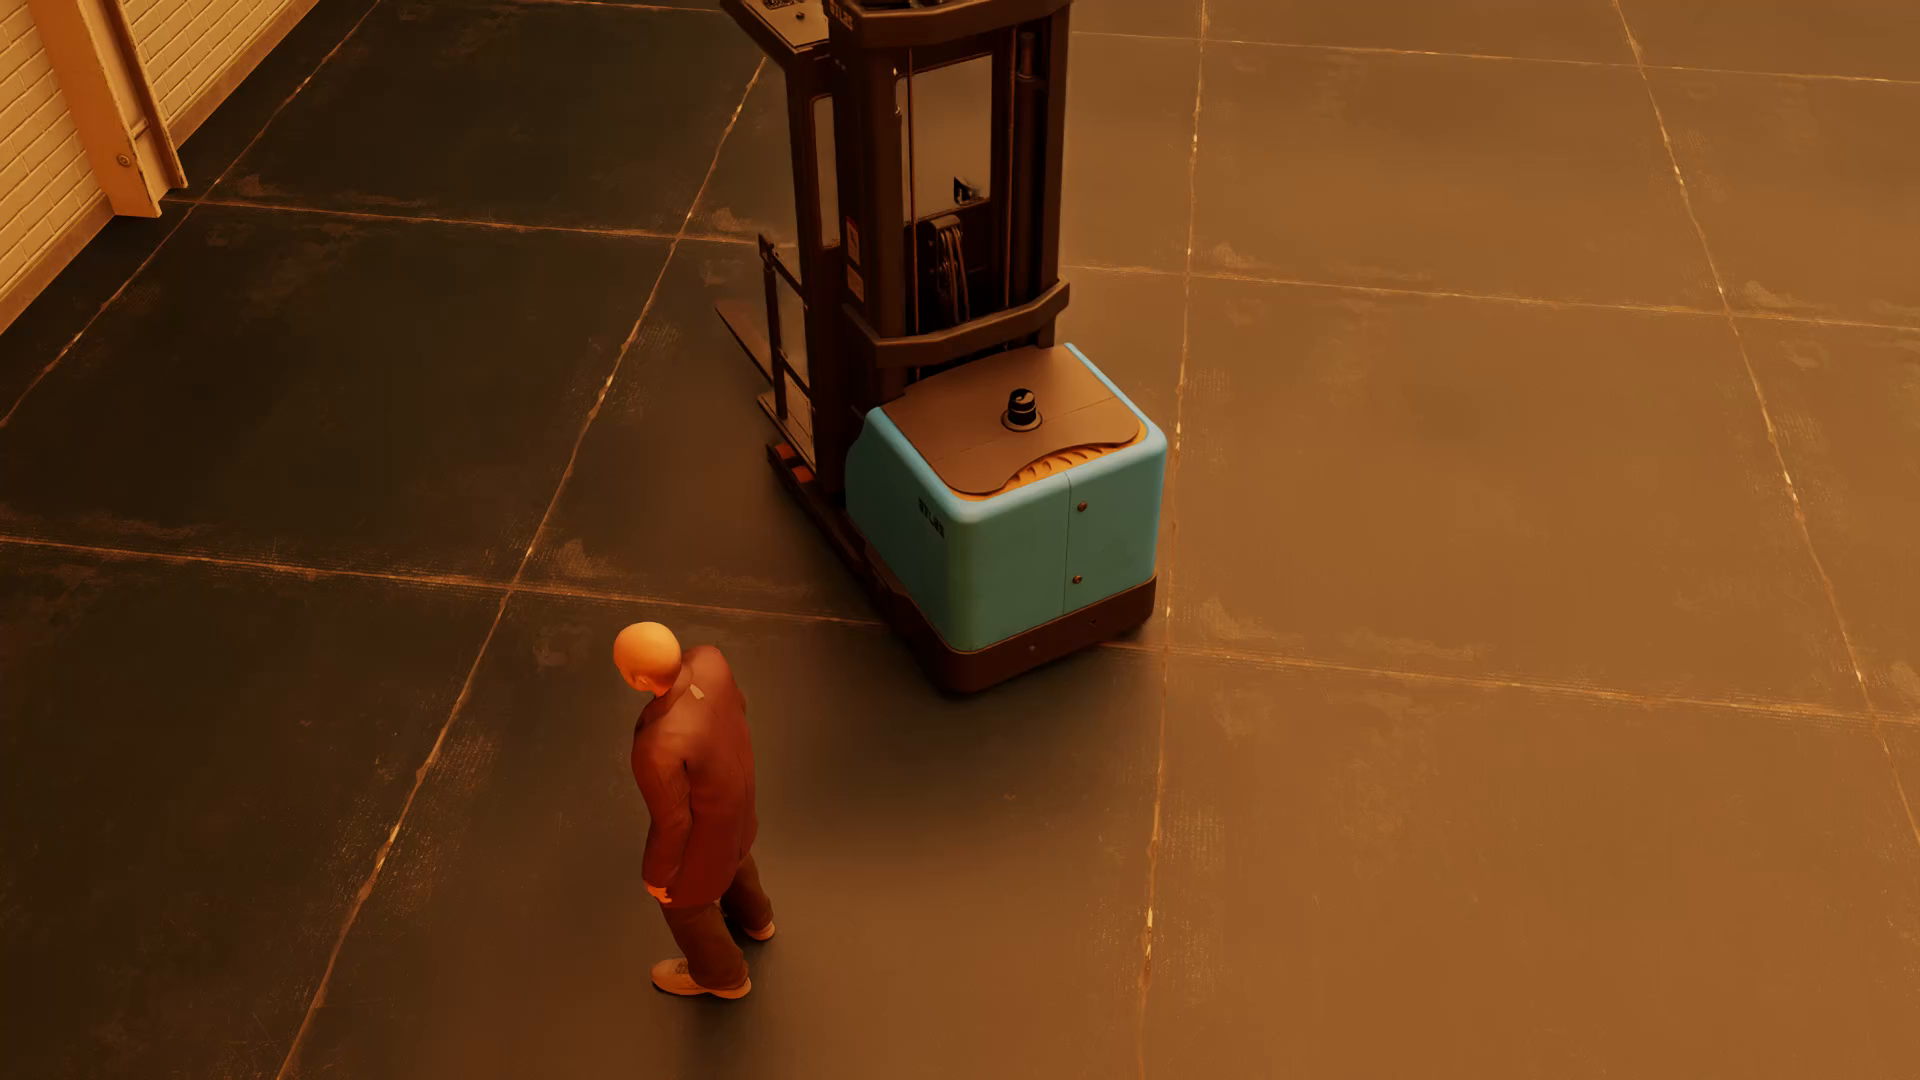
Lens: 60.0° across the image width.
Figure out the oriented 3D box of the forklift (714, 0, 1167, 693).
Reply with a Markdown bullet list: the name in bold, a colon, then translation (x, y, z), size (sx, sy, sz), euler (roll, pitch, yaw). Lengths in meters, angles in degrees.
- **forklift**: translation (-0.294, -1.417, 7.267), size (1.130, 2.935, 3.031), euler (-21, 46, -21)

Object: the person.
- **person**: translation (-0.895, 0.916, 5.583), size (0.427, 1.773, 0.652), euler (11, 44, 12)
